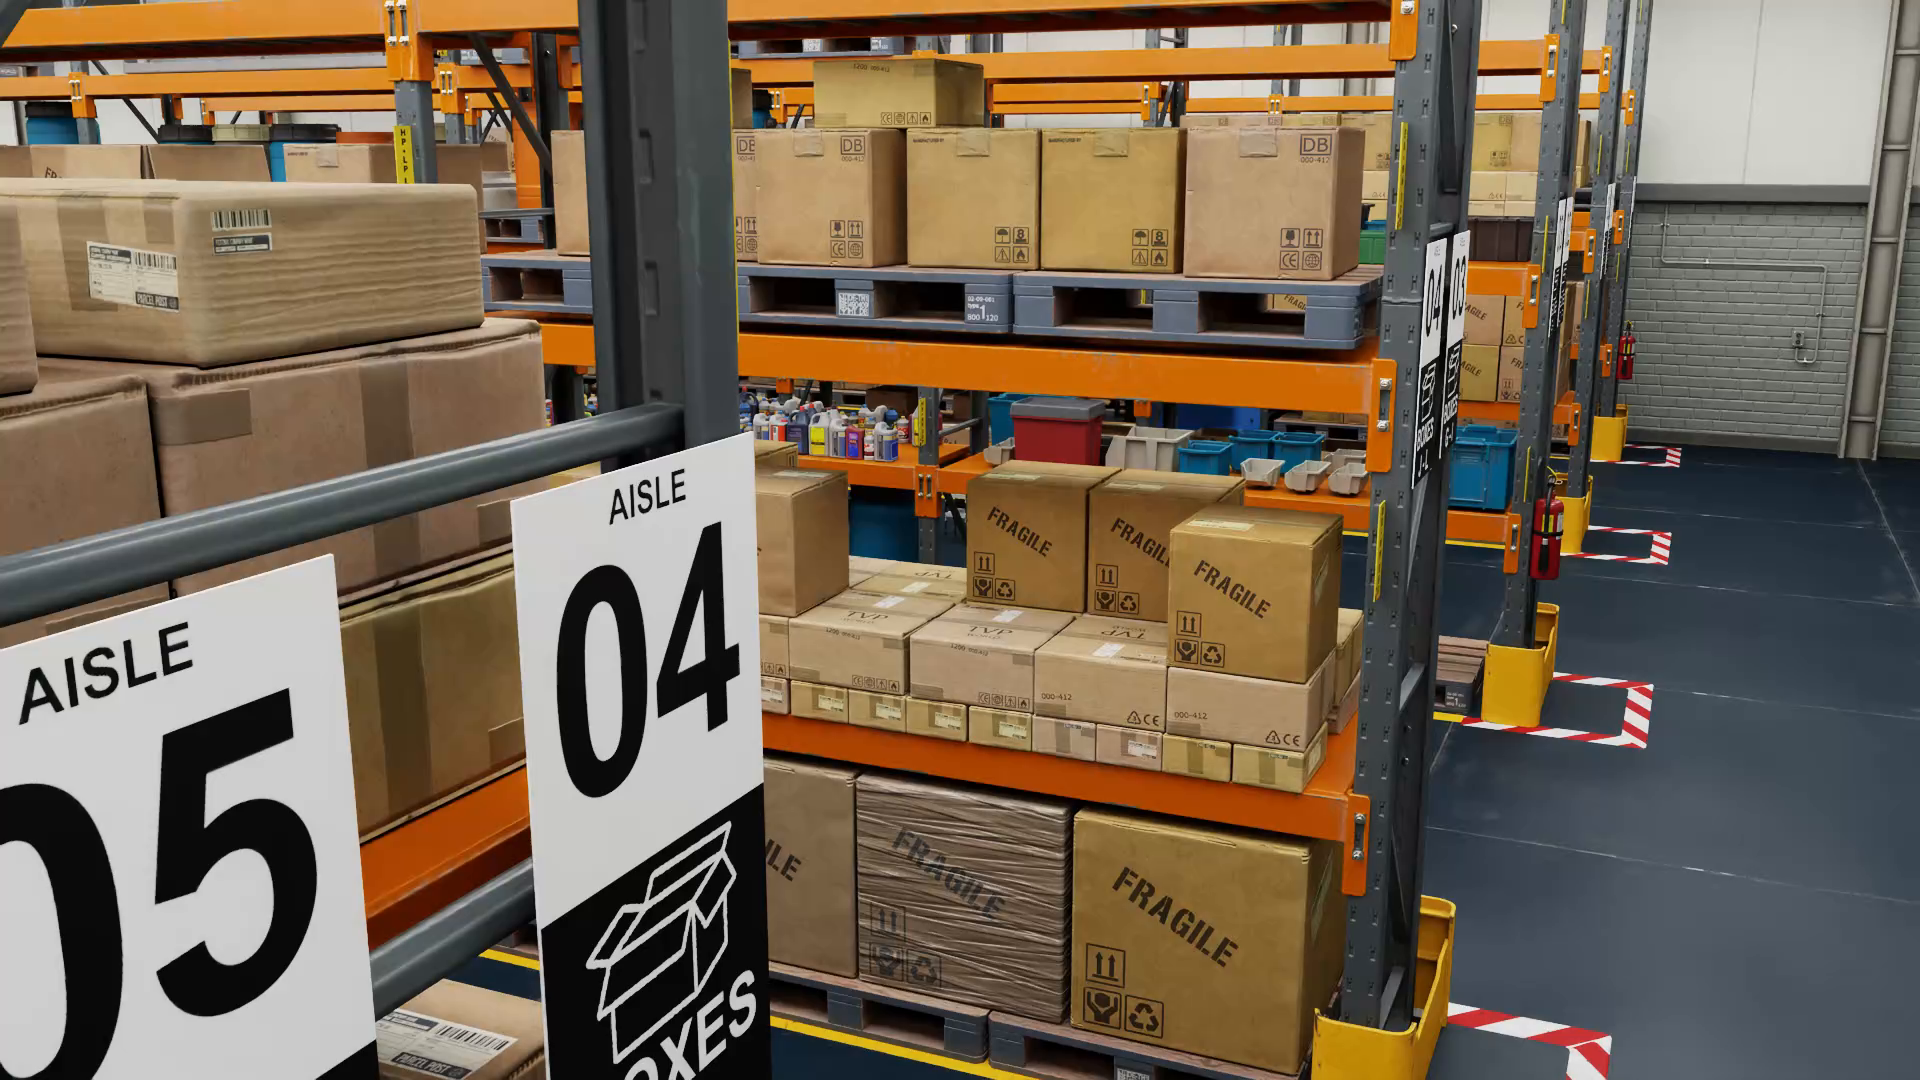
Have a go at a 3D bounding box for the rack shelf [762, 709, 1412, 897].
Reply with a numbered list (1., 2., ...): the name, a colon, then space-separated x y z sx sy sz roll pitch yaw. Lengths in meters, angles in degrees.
1. rack shelf: -0.215 0.770 6.979 4.000 0.370 1.077 6 14 23

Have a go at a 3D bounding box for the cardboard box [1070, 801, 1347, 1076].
1. cardboard box: 0.996 1.392 6.484 0.875 0.875 0.875 6 14 23

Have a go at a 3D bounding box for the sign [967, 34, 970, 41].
1. sign: 0.107 -6.539 21.202 0.005 0.325 0.100 6 14 23

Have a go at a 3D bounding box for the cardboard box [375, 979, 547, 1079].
1. cardboard box: -0.791 0.854 1.986 0.500 0.500 0.500 6 14 23

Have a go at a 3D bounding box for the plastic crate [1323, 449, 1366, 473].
1. plastic crate: 2.647 -0.532 11.398 0.298 0.136 0.250 6 14 23

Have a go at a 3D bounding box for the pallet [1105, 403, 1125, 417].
1. pallet: 2.120 -1.680 21.948 1.213 0.211 1.003 6 14 23

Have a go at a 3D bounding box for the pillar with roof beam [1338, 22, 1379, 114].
1. pillar with roof beam: 3.222 -5.007 16.889 0.400 9.000 9.100 6 14 23

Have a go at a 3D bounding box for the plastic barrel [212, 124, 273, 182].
1. plastic barrel: -6.201 -3.183 14.583 0.600 0.901 0.600 0 13 0

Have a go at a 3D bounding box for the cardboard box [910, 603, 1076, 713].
1. cardboard box: 0.134 0.449 6.447 0.500 0.250 0.500 5 14 21

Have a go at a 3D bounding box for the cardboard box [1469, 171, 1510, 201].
1. cardboard box: 4.599 -3.135 14.714 0.500 0.250 0.500 6 14 23

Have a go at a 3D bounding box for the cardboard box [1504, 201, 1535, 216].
1. cardboard box: 5.053 -2.844 14.567 0.500 0.250 0.500 6 14 23

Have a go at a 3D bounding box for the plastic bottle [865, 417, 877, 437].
1. plastic bottle: -0.675 -0.832 12.664 0.097 0.201 0.097 0 13 0

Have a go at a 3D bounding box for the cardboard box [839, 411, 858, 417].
1. cardboard box: -1.385 -1.100 17.880 0.500 0.500 0.500 6 15 26

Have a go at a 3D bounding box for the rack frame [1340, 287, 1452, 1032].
1. rack frame: 1.613 0.604 6.108 0.127 3.000 1.000 6 14 23

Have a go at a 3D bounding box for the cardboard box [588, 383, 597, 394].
1. cardboard box: -4.378 -1.689 19.754 0.500 0.311 0.500 6 15 25

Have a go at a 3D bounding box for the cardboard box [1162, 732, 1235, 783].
1. cardboard box: 0.916 0.739 6.085 0.250 0.149 0.380 6 14 24

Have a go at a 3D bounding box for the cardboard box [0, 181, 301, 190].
1. cardboard box: -0.918 -0.299 1.751 0.250 0.149 0.380 6 15 26

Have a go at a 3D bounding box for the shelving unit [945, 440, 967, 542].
1. shelving unit: 0.007 -0.437 15.144 0.210 0.900 0.258 6 14 23

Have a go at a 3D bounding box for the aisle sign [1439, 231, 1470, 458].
1. aisle sign: 1.801 -0.717 6.050 0.004 0.787 0.394 6 14 23

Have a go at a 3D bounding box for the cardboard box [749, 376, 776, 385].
1. cardboard box: -2.660 -2.542 24.027 0.500 0.500 0.700 6 15 25

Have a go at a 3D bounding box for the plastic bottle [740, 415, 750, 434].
1. plastic bottle: -1.659 -0.823 12.463 0.135 0.276 0.152 6 14 23

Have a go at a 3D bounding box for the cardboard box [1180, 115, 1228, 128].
1. cardboard box: 2.432 -3.793 15.875 0.500 0.500 0.700 6 14 23

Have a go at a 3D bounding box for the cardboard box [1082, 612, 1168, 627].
1. cardboard box: 0.806 0.385 6.720 0.500 0.250 0.500 6 14 23

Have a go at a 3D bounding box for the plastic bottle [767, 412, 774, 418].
1. plastic bottle: -1.414 -0.827 12.491 0.097 0.271 0.097 0 13 0

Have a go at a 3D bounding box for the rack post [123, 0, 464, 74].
1. rack post: -5.517 -4.394 13.840 3.121 1.000 1.013 6 14 23

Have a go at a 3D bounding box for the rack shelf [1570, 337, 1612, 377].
1. rack shelf: 5.804 -2.334 20.206 4.000 0.370 1.077 6 14 23

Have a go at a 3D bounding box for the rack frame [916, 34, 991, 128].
1. rack frame: -0.038 -3.721 11.409 0.127 3.000 1.000 6 14 23

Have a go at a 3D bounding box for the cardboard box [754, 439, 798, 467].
1. cardboard box: -1.059 -0.169 7.438 0.500 0.500 0.500 6 14 24

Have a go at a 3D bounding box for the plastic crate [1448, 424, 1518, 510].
1. plastic crate: 3.238 -0.468 10.472 0.499 0.435 0.616 6 14 23

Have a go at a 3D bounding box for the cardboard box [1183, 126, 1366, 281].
1. cardboard box: 1.116 -1.195 5.852 0.500 0.500 0.700 5 14 20

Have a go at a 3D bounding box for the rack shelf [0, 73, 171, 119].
1. rack shelf: -9.181 -4.101 15.480 4.000 0.370 1.077 6 14 23

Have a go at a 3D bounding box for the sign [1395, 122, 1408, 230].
1. sign: 1.381 -1.136 5.196 0.005 0.325 0.100 6 14 23

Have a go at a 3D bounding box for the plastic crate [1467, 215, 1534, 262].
1. plastic crate: 3.380 -1.921 10.589 0.590 0.269 0.497 6 14 23

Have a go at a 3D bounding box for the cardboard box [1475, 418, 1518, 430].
1. cardboard box: 6.494 -1.577 19.957 0.500 0.500 0.700 6 14 23

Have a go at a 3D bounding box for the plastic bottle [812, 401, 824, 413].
1. plastic bottle: -1.153 -0.948 12.995 0.135 0.276 0.152 6 14 23

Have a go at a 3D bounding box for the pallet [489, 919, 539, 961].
1. pallet: -1.380 1.679 7.634 1.213 0.211 1.003 6 14 23

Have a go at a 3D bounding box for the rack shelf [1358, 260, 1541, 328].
1. rack shelf: 1.791 -1.725 11.045 4.000 0.370 1.077 6 14 23

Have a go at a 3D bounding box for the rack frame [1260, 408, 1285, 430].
1. rack frame: 3.975 -2.869 20.912 0.127 3.000 1.000 6 14 23

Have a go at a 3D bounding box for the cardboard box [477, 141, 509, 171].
1. cardboard box: -5.696 -4.458 19.671 0.500 0.500 0.500 7 15 28

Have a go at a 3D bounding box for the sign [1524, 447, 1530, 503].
1. sign: 3.411 -0.393 10.002 0.005 0.325 0.100 6 14 23

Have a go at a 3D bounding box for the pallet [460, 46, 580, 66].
1. pallet: -3.048 -3.731 12.741 1.003 0.211 1.213 6 14 23

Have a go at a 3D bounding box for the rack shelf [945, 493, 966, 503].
1. rack shelf: 0.007 -0.405 15.152 0.200 0.077 0.258 6 14 23

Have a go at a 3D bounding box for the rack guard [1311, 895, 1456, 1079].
1. rack guard: 1.635 1.824 6.384 0.348 0.500 1.175 6 14 23

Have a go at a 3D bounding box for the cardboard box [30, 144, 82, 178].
1. cardboard box: -4.289 -1.746 8.422 0.500 0.500 0.500 7 15 26

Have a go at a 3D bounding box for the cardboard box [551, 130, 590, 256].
1. cardboard box: -1.304 -1.468 7.017 0.500 0.500 0.700 5 14 20

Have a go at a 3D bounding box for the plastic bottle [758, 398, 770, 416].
1. plastic bottle: -1.549 -0.993 13.195 0.097 0.271 0.097 0 13 0

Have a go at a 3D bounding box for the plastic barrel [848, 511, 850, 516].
1. plastic barrel: -1.176 -0.102 12.795 0.708 0.901 0.600 6 14 23

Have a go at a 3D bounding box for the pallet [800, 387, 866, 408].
1. pallet: -1.508 -2.068 23.600 1.213 0.211 1.003 6 14 23

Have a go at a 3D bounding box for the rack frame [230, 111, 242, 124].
1. rack frame: -8.998 -5.866 20.551 0.053 2.616 0.949 6 14 23

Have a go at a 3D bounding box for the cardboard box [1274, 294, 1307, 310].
1. cardboard box: 3.231 -2.172 15.533 0.500 0.500 0.500 5 14 22

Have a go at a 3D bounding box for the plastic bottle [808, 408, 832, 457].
1. plastic bottle: -1.011 -0.793 12.171 0.185 0.351 0.144 6 14 23

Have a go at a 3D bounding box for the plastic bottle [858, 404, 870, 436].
1. plastic bottle: -0.736 -0.910 12.845 0.097 0.271 0.097 0 13 0
